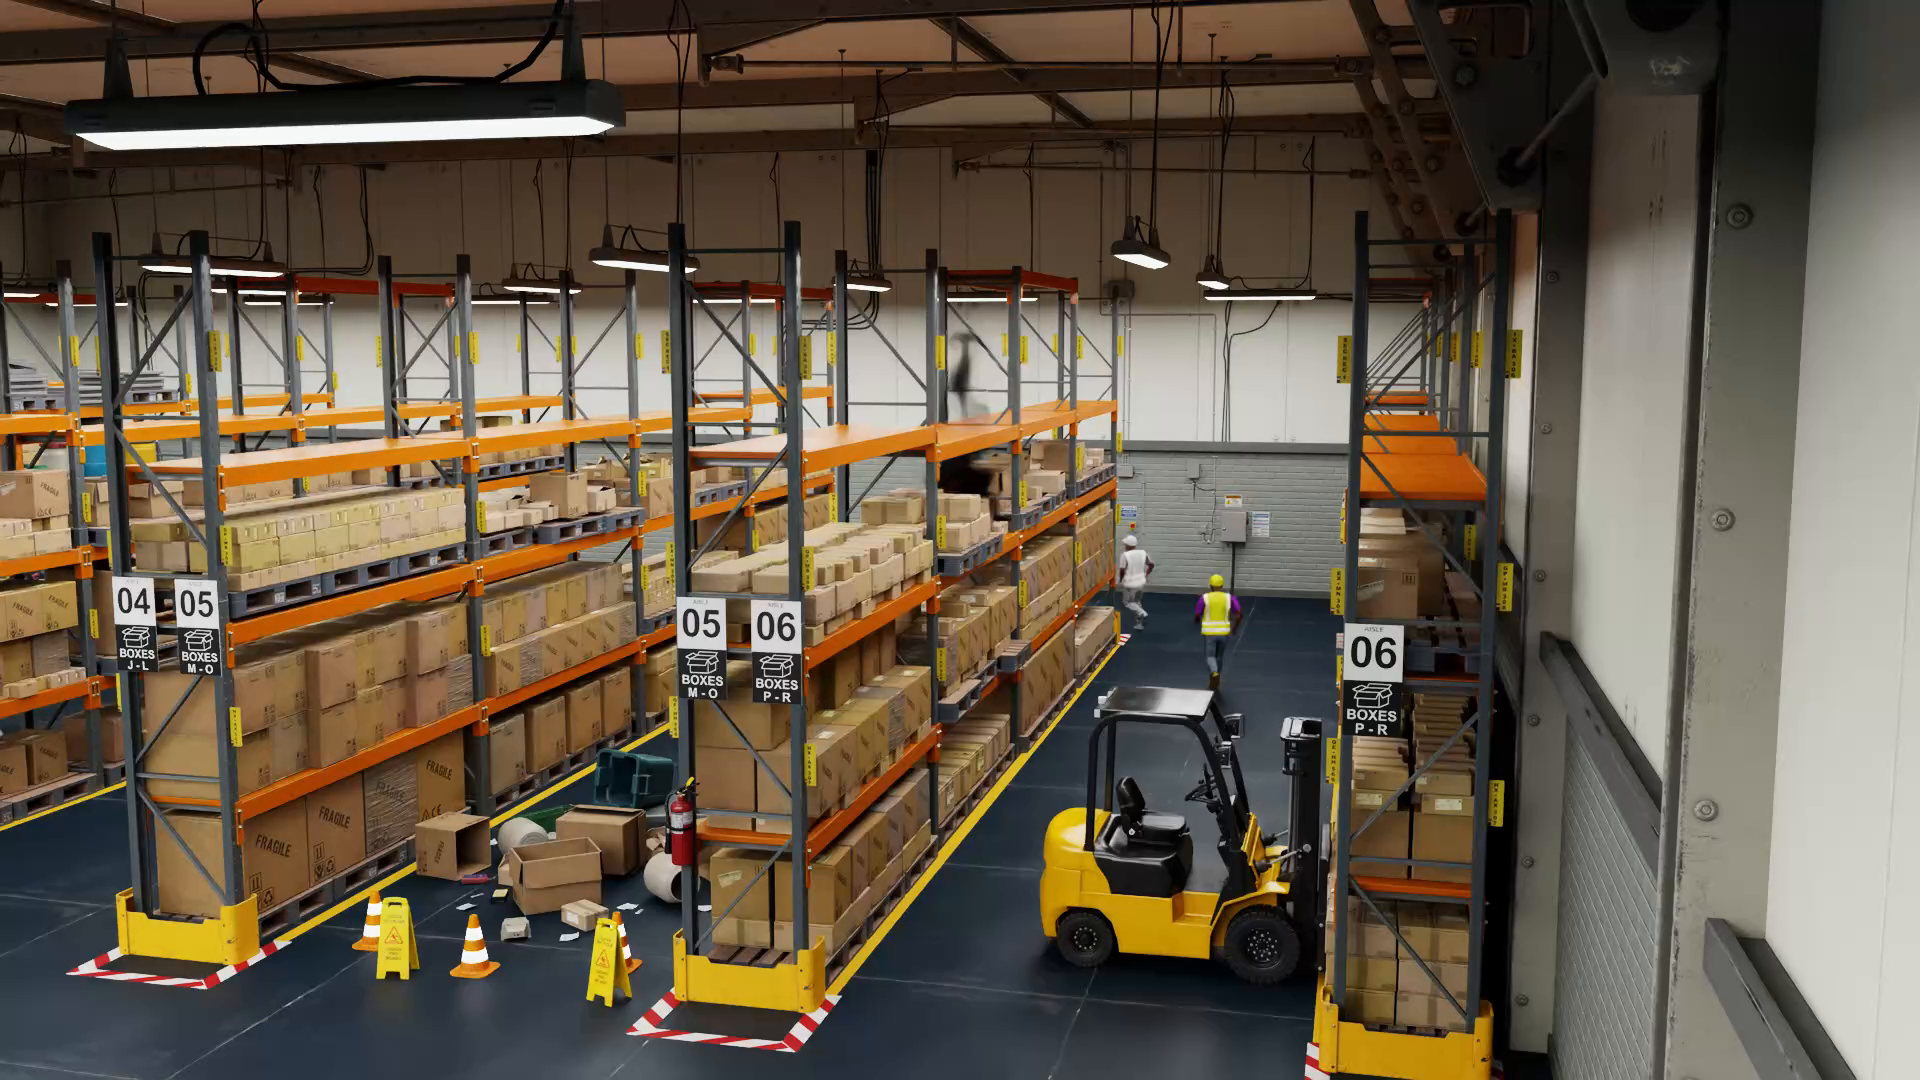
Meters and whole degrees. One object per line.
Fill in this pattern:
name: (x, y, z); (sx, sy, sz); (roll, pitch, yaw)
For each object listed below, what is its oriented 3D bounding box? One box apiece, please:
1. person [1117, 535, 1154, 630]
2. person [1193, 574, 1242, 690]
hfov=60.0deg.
person: (3.075, 0.769, 29.173); (0.729, 1.721, 0.610); (-4, 8, -29)
person: (3.736, 1.376, 24.121); (0.683, 1.739, 0.853); (0, 7, -3)
